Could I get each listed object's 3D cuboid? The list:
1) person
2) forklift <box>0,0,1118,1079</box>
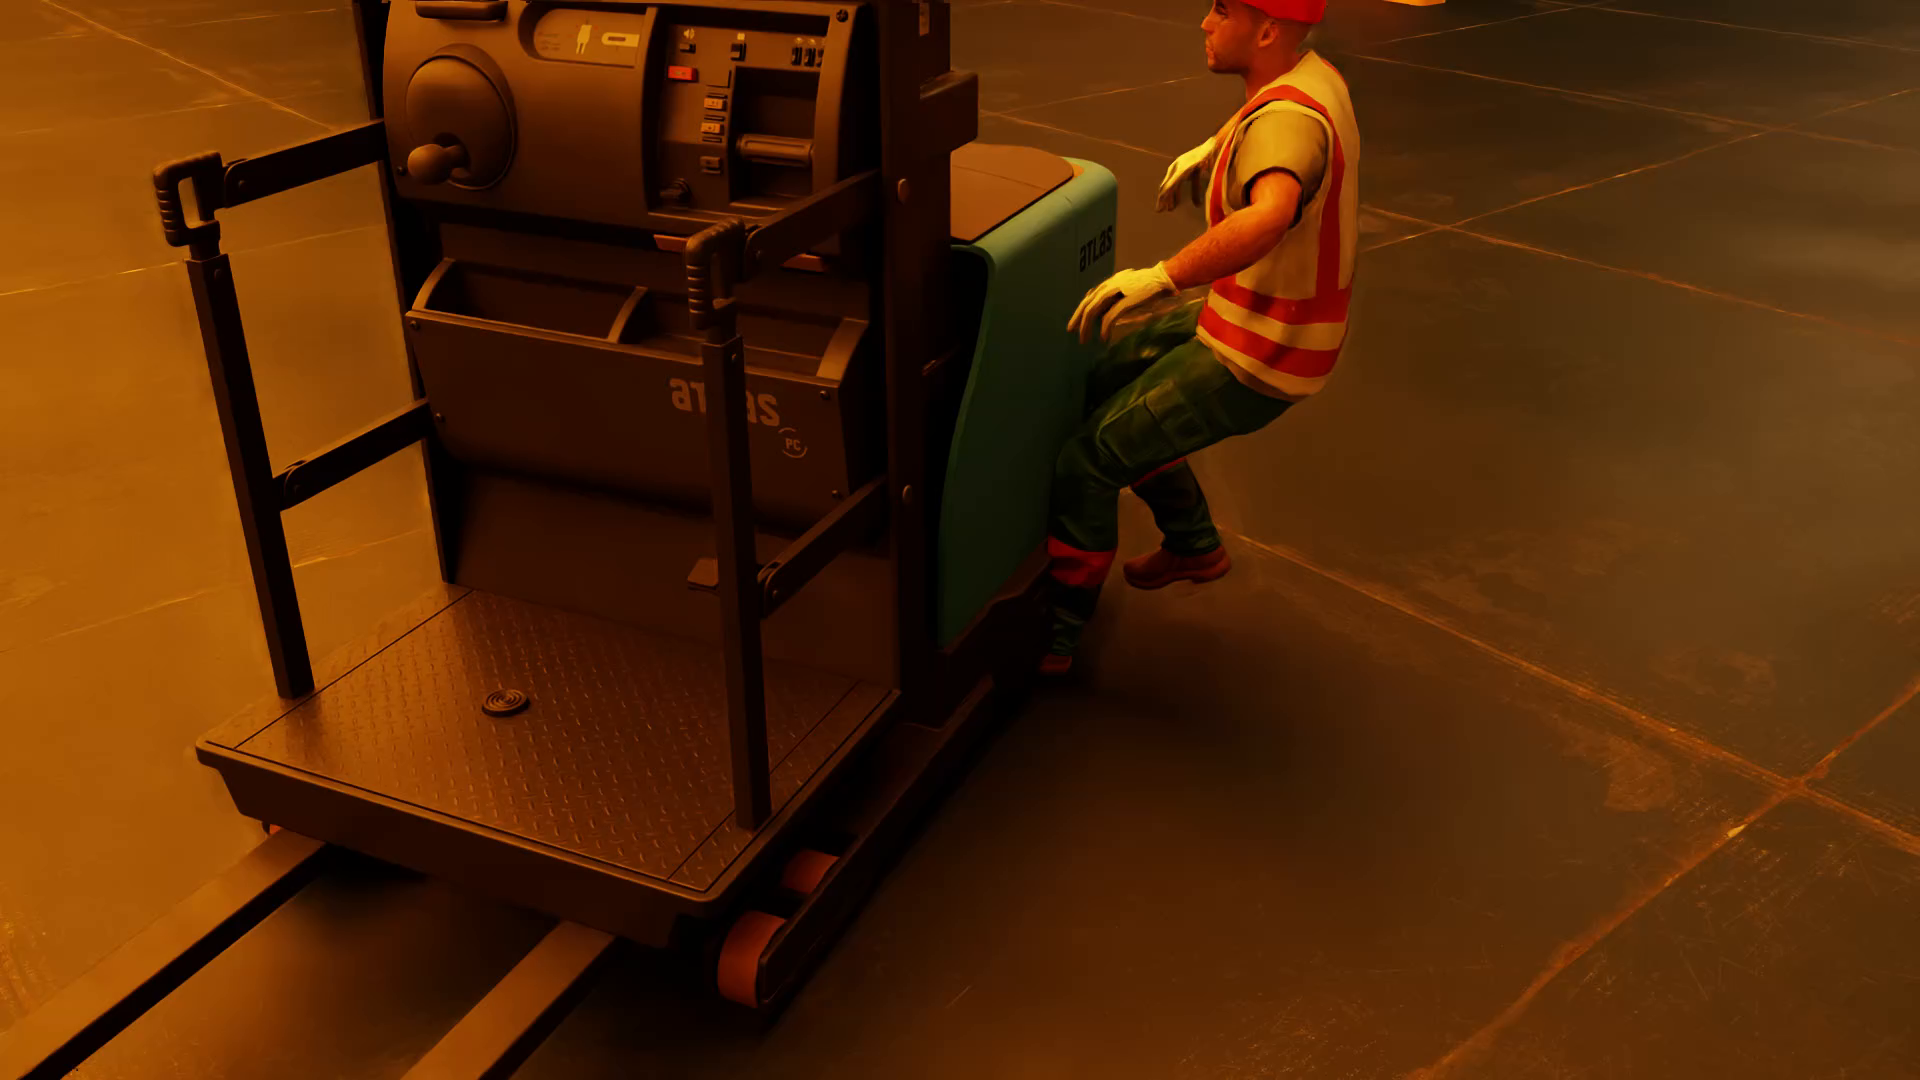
[{"bbox_3d":[0.418,-0.472,3.637,0.829,1.629,1.105,8,27,15],"label":"person"},{"bbox_3d":[-0.684,-0.723,2.660,1.130,2.935,3.031,11,29,22],"label":"forklift"}]
